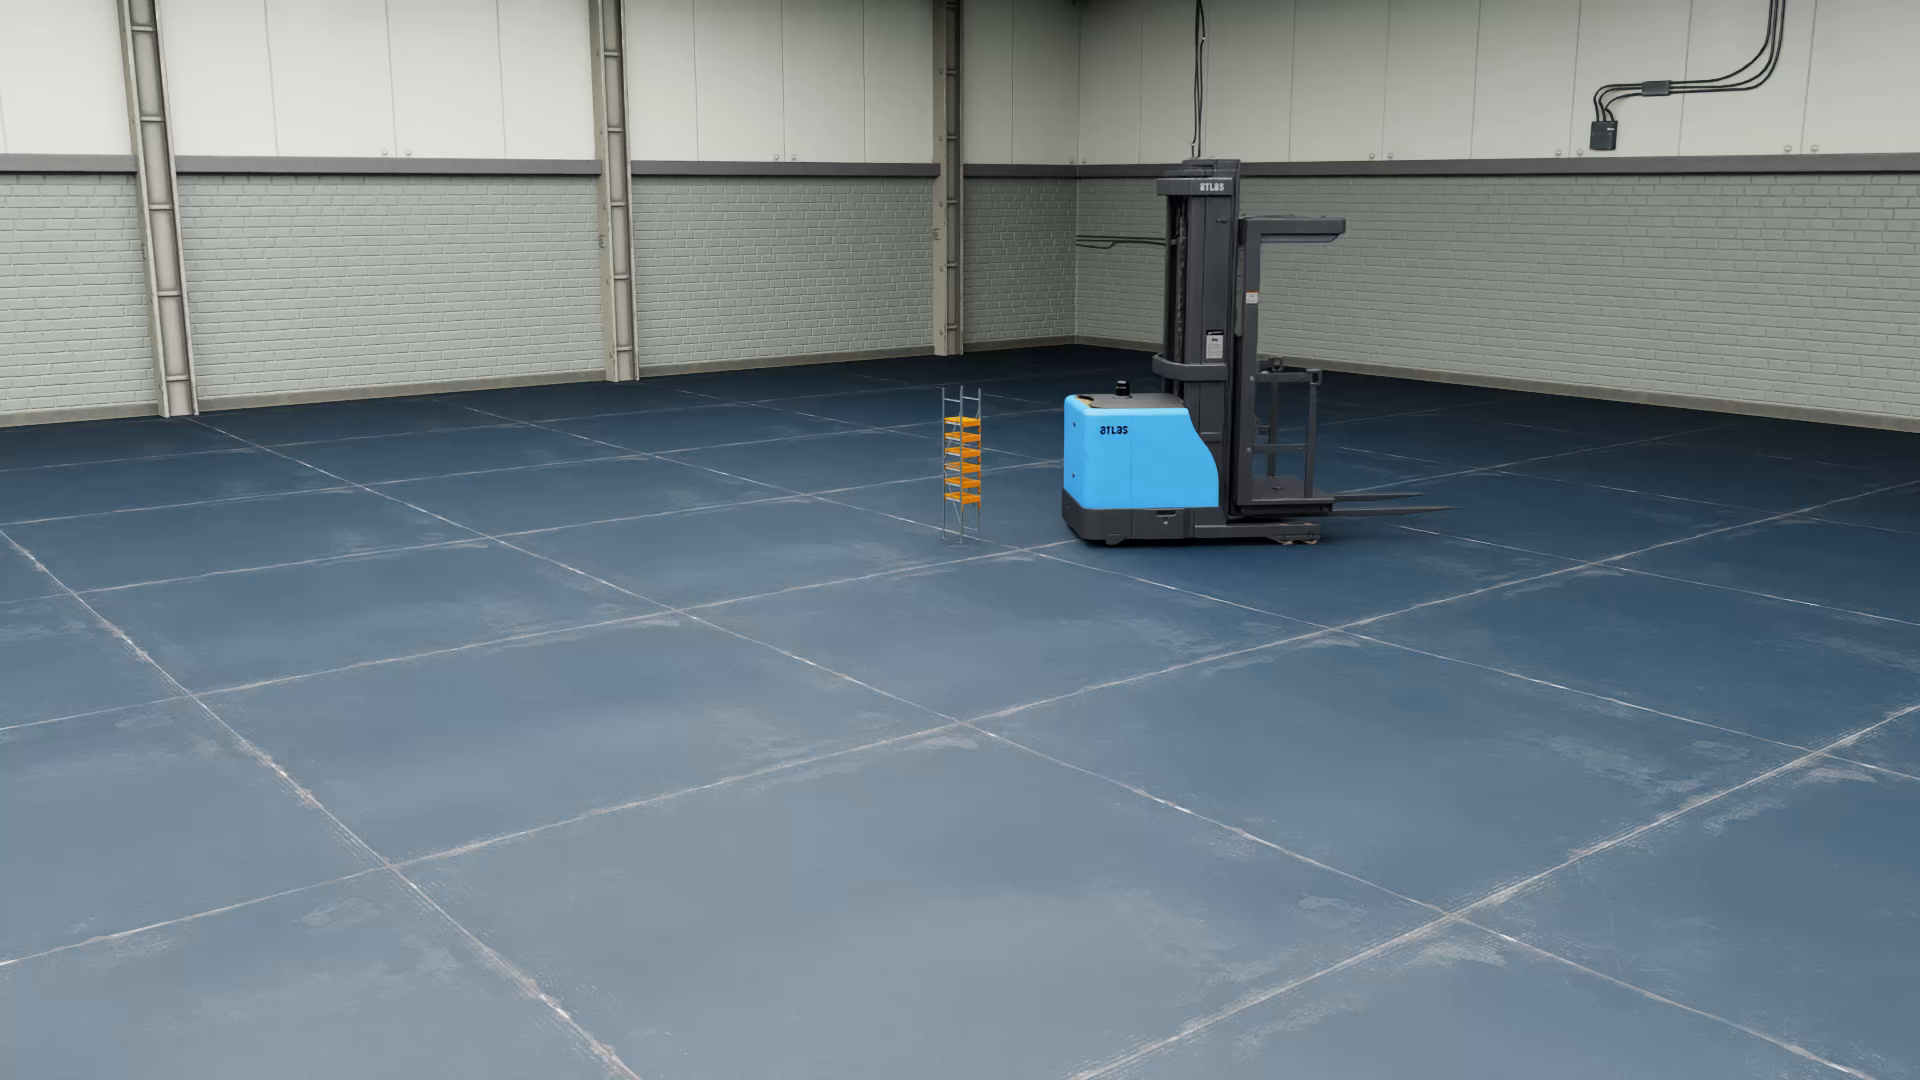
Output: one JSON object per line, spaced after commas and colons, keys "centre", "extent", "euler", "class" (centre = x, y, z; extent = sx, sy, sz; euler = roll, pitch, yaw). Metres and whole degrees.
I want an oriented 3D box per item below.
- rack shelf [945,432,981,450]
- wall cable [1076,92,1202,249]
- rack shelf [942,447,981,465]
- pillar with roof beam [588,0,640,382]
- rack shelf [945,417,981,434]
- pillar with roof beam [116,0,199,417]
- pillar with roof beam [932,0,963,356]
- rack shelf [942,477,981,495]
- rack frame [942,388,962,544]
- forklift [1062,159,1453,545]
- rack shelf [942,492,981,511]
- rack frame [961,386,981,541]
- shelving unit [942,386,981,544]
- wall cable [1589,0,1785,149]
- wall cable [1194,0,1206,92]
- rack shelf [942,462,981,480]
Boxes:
{"centre": [0.011, -0.780, 12.972], "extent": [0.180, 0.103, 0.258], "euler": [-9, 15, -38], "class": "rack shelf"}
{"centre": [2.933, -6.142, 27.866], "extent": [0.112, 2.526, 3.097], "euler": [-9, 15, -38], "class": "wall cable"}
{"centre": [0.011, -0.663, 12.997], "extent": [0.180, 0.103, 0.258], "euler": [-9, 15, -38], "class": "rack shelf"}
{"centre": [-2.189, -6.017, 19.799], "extent": [0.400, 9.000, 9.100], "euler": [-9, 15, -38], "class": "pillar with roof beam"}
{"centre": [0.011, -0.897, 12.947], "extent": [0.180, 0.103, 0.258], "euler": [-9, 15, -38], "class": "rack shelf"}
{"centre": [-6.874, -5.238, 16.132], "extent": [0.400, 9.000, 9.100], "euler": [-9, 15, -38], "class": "pillar with roof beam"}
{"centre": [2.496, -6.795, 23.465], "extent": [0.400, 9.000, 9.100], "euler": [-9, 15, -38], "class": "pillar with roof beam"}
{"centre": [0.011, -0.428, 13.047], "extent": [0.180, 0.103, 0.258], "euler": [-9, 15, -38], "class": "rack shelf"}
{"centre": [-0.060, -0.577, 12.957], "extent": [0.006, 1.200, 0.240], "euler": [-9, 15, -38], "class": "rack frame"}
{"centre": [2.390, -1.504, 13.156], "extent": [3.031, 2.935, 1.130], "euler": [-1, 12, -6], "class": "forklift"}
{"centre": [0.011, -0.311, 13.072], "extent": [0.180, 0.103, 0.258], "euler": [-9, 15, -38], "class": "rack shelf"}
{"centre": [0.083, -0.601, 13.069], "extent": [0.006, 1.200, 0.240], "euler": [-9, 15, -38], "class": "rack frame"}
{"centre": [0.011, -0.589, 13.013], "extent": [0.189, 1.200, 0.258], "euler": [-9, 15, -38], "class": "shelving unit"}
{"centre": [8.852, -7.783, 19.929], "extent": [0.169, 6.003, 2.305], "euler": [-9, 15, -38], "class": "wall cable"}
{"centre": [4.623, -8.174, 25.275], "extent": [0.112, 2.526, 3.097], "euler": [-9, 15, -38], "class": "wall cable"}
{"centre": [0.011, -0.545, 13.022], "extent": [0.180, 0.103, 0.258], "euler": [-9, 15, -38], "class": "rack shelf"}
